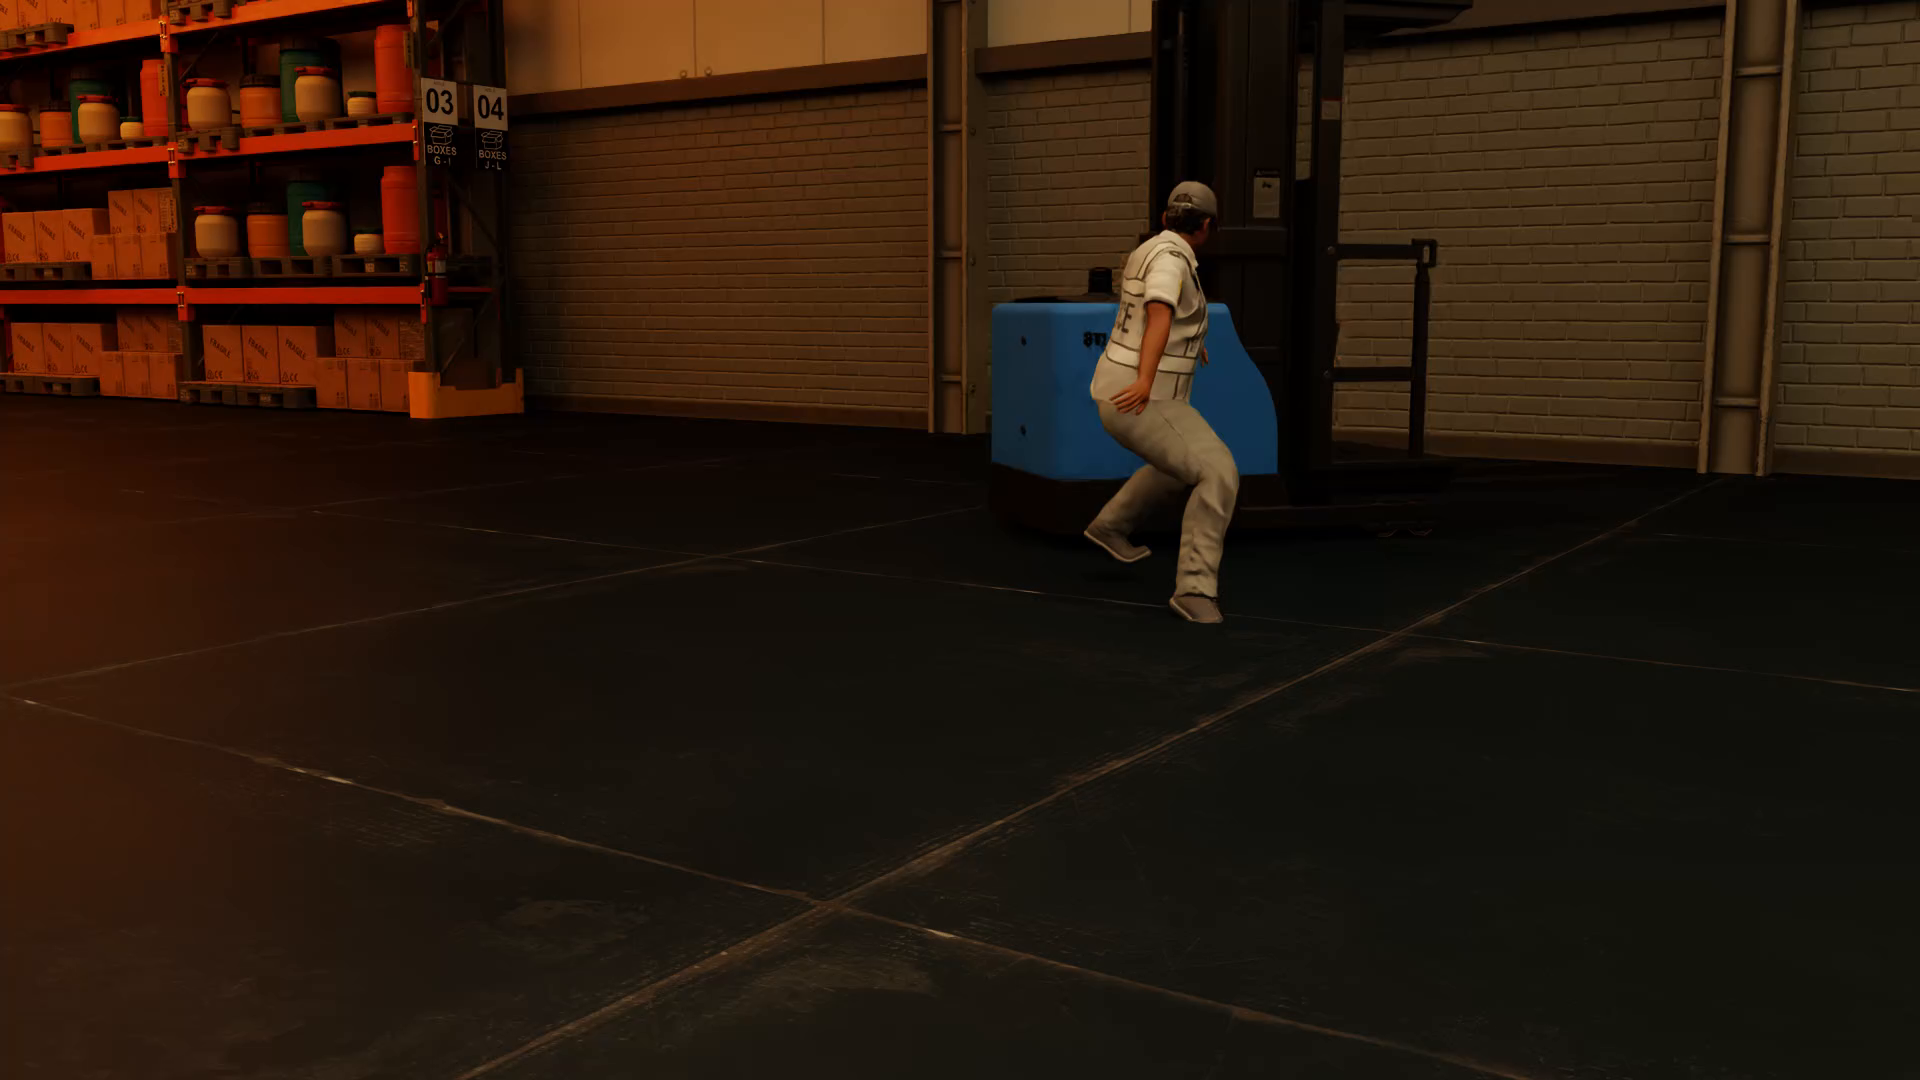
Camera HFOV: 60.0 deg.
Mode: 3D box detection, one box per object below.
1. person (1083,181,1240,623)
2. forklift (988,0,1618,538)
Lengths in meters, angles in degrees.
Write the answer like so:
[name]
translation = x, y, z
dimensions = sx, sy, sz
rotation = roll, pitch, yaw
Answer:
[person]
translation = 0.719, -0.481, 5.969
dimensions = 0.519, 1.592, 1.124
rotation = 0, 8, 3
[forklift]
translation = 1.714, -1.528, 7.939
dimensions = 3.031, 2.935, 1.130
rotation = -2, 8, -17
